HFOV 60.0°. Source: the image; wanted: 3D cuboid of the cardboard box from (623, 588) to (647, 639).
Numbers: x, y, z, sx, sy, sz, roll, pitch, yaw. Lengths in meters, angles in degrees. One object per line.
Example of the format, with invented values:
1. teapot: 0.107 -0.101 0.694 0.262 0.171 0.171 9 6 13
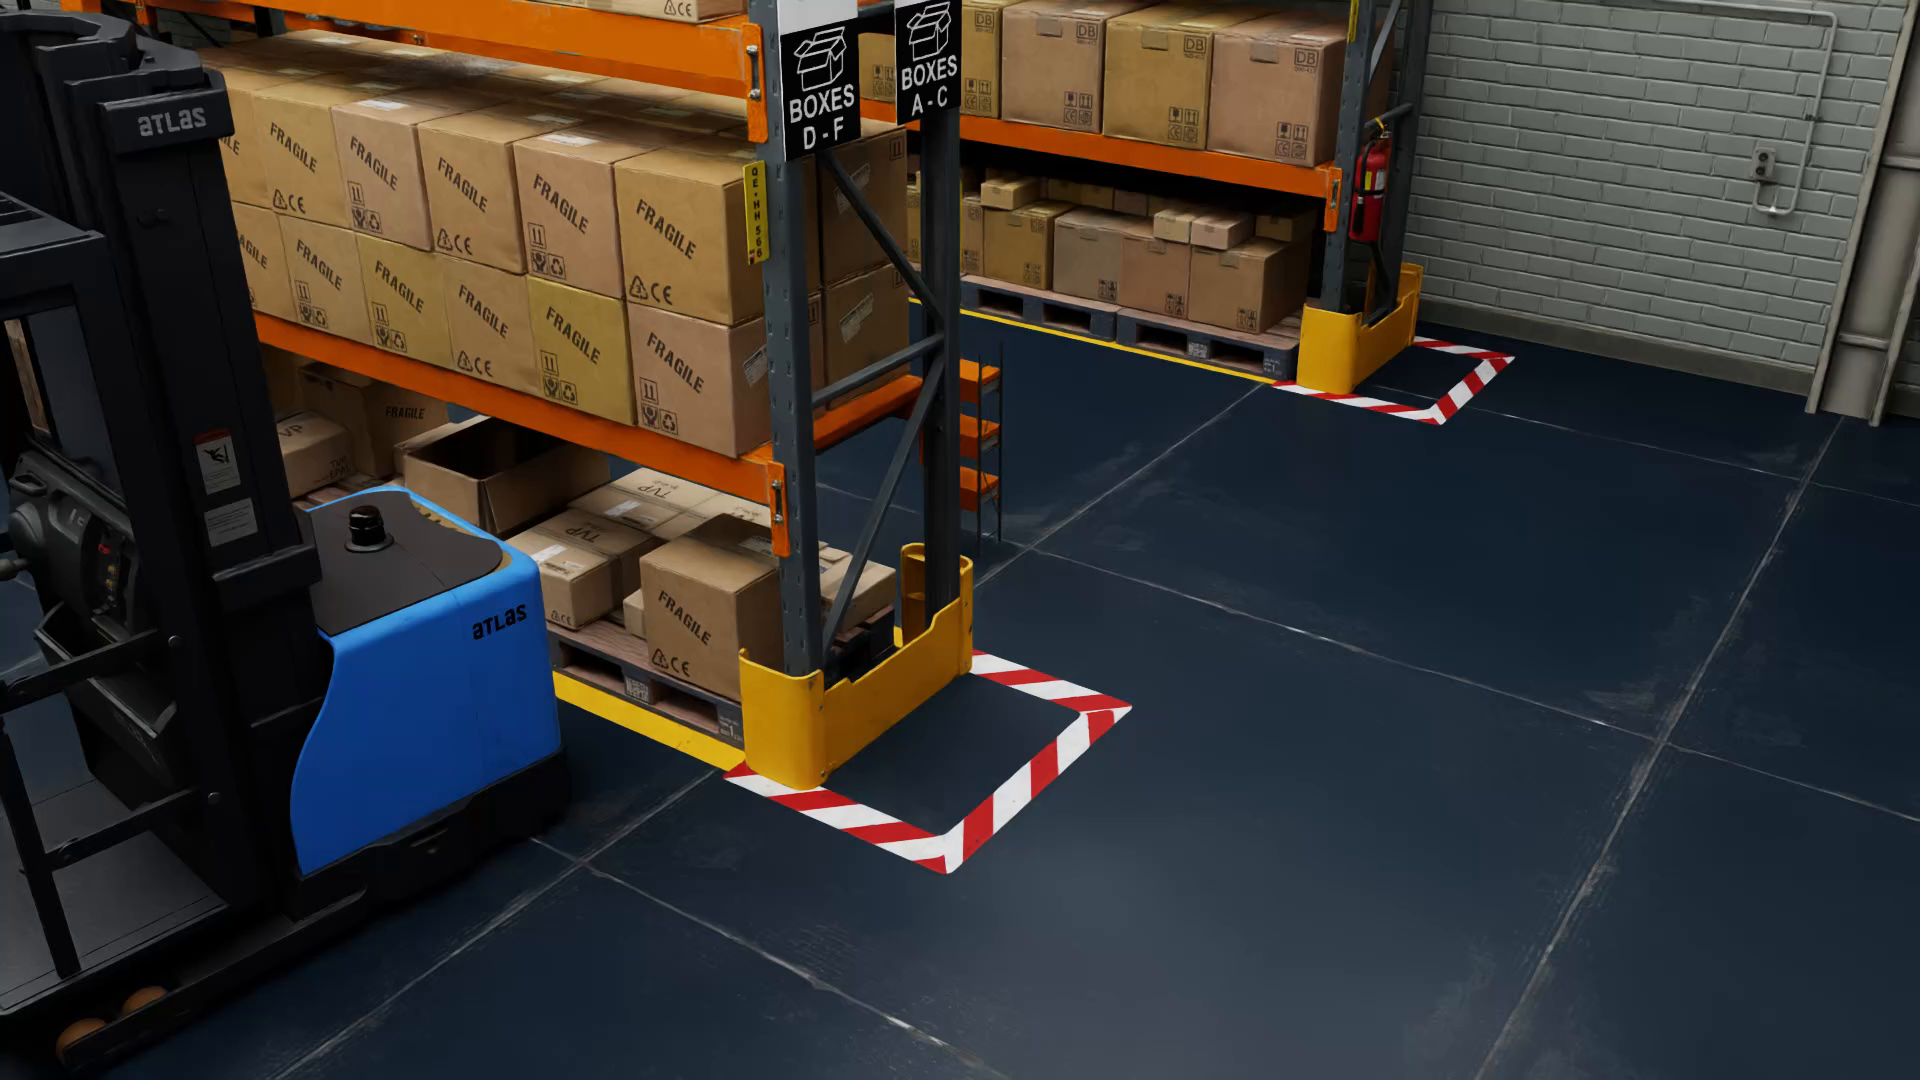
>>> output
1. cardboard box: -1.201 0.273 7.045 0.250 0.166 0.380 17 32 30

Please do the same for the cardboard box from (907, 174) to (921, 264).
1. cardboard box: -0.267 -2.331 11.816 0.500 0.500 0.700 18 32 31

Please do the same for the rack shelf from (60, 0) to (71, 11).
1. rack shelf: -5.276 -3.165 8.648 4.000 0.370 1.077 17 32 30

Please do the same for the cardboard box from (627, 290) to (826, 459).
1. cardboard box: -0.853 -0.666 6.141 0.500 0.500 0.500 18 32 32

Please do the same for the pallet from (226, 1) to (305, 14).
1. pallet: -5.778 -4.923 14.828 1.213 0.211 1.003 17 32 30

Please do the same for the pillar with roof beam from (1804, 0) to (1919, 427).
1. pillar with roof beam: 2.749 -3.155 4.529 0.400 9.000 9.100 17 32 30

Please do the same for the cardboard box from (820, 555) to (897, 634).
1. cardboard box: -0.481 0.230 7.149 0.250 0.149 0.380 17 32 30

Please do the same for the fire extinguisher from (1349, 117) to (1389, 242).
1. fire extinguisher: 2.334 -2.049 9.466 0.183 0.674 0.296 17 32 30

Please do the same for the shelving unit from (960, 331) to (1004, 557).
1. shelving unit: 0.044 -0.454 7.985 0.252 1.050 0.215 17 32 30

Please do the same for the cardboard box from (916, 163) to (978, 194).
1. cardboard box: -0.088 -2.464 11.362 0.250 0.149 0.380 19 32 32

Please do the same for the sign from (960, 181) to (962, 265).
1. sign: -0.023 -1.197 6.340 0.005 0.325 0.100 17 32 30

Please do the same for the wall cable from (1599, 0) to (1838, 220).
1. wall cable: 4.062 -2.939 9.597 1.851 1.984 0.084 17 32 30

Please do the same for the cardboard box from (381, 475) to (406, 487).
1. cardboard box: -2.685 -0.162 7.899 0.250 0.166 0.380 17 32 30

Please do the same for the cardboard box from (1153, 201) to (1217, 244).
1. cardboard box: 1.418 -1.996 10.443 0.250 0.149 0.380 18 32 32

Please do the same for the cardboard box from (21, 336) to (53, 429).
1. cardboard box: -4.599 -0.867 8.918 0.500 0.500 0.500 17 32 30

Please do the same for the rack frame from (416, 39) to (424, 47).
1. rack frame: -4.123 -4.516 13.816 0.127 3.000 1.000 17 32 30

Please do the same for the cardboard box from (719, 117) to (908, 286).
1. cardboard box: -0.547 -1.311 6.306 0.500 0.500 0.500 18 32 32

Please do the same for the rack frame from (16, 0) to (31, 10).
1. rack frame: -10.717 -6.570 17.852 0.127 3.000 1.000 17 32 30

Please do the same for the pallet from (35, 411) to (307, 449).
1. pallet: -4.319 -0.587 9.172 1.213 0.211 1.003 17 32 30

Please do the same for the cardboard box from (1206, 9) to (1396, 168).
1. cardboard box: 2.045 -2.722 9.961 0.700 0.700 0.980 19 33 33

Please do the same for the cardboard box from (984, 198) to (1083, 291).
1. cardboard box: 0.567 -2.068 11.300 0.500 0.500 0.700 18 32 31

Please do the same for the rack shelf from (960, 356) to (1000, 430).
1. rack shelf: 0.044 -0.698 7.861 0.240 0.259 0.215 17 32 30

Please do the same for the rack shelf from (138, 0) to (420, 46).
1. rack shelf: -5.772 -4.708 14.988 4.000 0.370 1.077 17 32 30

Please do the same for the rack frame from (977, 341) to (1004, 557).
1. rack frame: 0.145 -0.423 7.923 0.008 1.050 0.200 17 32 30

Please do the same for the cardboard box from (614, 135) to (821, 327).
1. cardboard box: -0.853 -1.110 5.911 0.500 0.500 0.500 17 32 30

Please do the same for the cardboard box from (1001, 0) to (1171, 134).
1. cardboard box: 0.816 -3.104 10.711 0.700 0.700 0.980 16 31 28

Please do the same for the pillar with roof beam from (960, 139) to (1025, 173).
1. pillar with roof beam: -2.196 -4.696 7.556 0.400 9.000 9.100 17 32 30

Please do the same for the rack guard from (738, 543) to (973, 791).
1. rack guard: -0.393 0.486 6.743 0.348 0.500 1.175 17 32 30

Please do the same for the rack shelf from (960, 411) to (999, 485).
1. rack shelf: 0.044 -0.445 7.990 0.240 0.259 0.215 17 32 30

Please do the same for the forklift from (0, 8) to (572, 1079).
1. forklift: -2.822 0.057 4.907 1.130 2.935 3.031 23 35 38

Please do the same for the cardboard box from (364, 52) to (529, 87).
1. cardboard box: -2.225 -1.833 7.331 0.500 0.500 0.500 18 32 31

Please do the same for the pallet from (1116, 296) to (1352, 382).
1. pallet: 1.768 -1.394 10.757 1.213 0.211 1.003 17 32 30

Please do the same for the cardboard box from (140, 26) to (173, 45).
1. cardboard box: -8.298 -4.876 16.796 0.544 0.500 0.544 18 32 31

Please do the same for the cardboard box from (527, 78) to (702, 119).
1. cardboard box: -1.391 -1.573 6.820 0.500 0.500 0.500 18 32 31

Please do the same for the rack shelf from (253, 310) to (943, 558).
1. rack shelf: -1.979 -0.801 7.310 4.000 0.370 1.077 17 32 30

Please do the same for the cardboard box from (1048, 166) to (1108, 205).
1. cardboard box: 0.800 -2.399 11.234 0.250 0.149 0.380 17 31 29

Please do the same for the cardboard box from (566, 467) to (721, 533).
1. cardboard box: -1.442 -0.081 7.649 0.500 0.250 0.500 17 32 30

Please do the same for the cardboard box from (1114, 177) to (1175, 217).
1. cardboard box: 1.220 -2.268 10.977 0.250 0.149 0.380 18 32 31

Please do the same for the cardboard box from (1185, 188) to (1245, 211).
1. cardboard box: 1.636 -2.138 10.722 0.250 0.149 0.380 17 32 30
